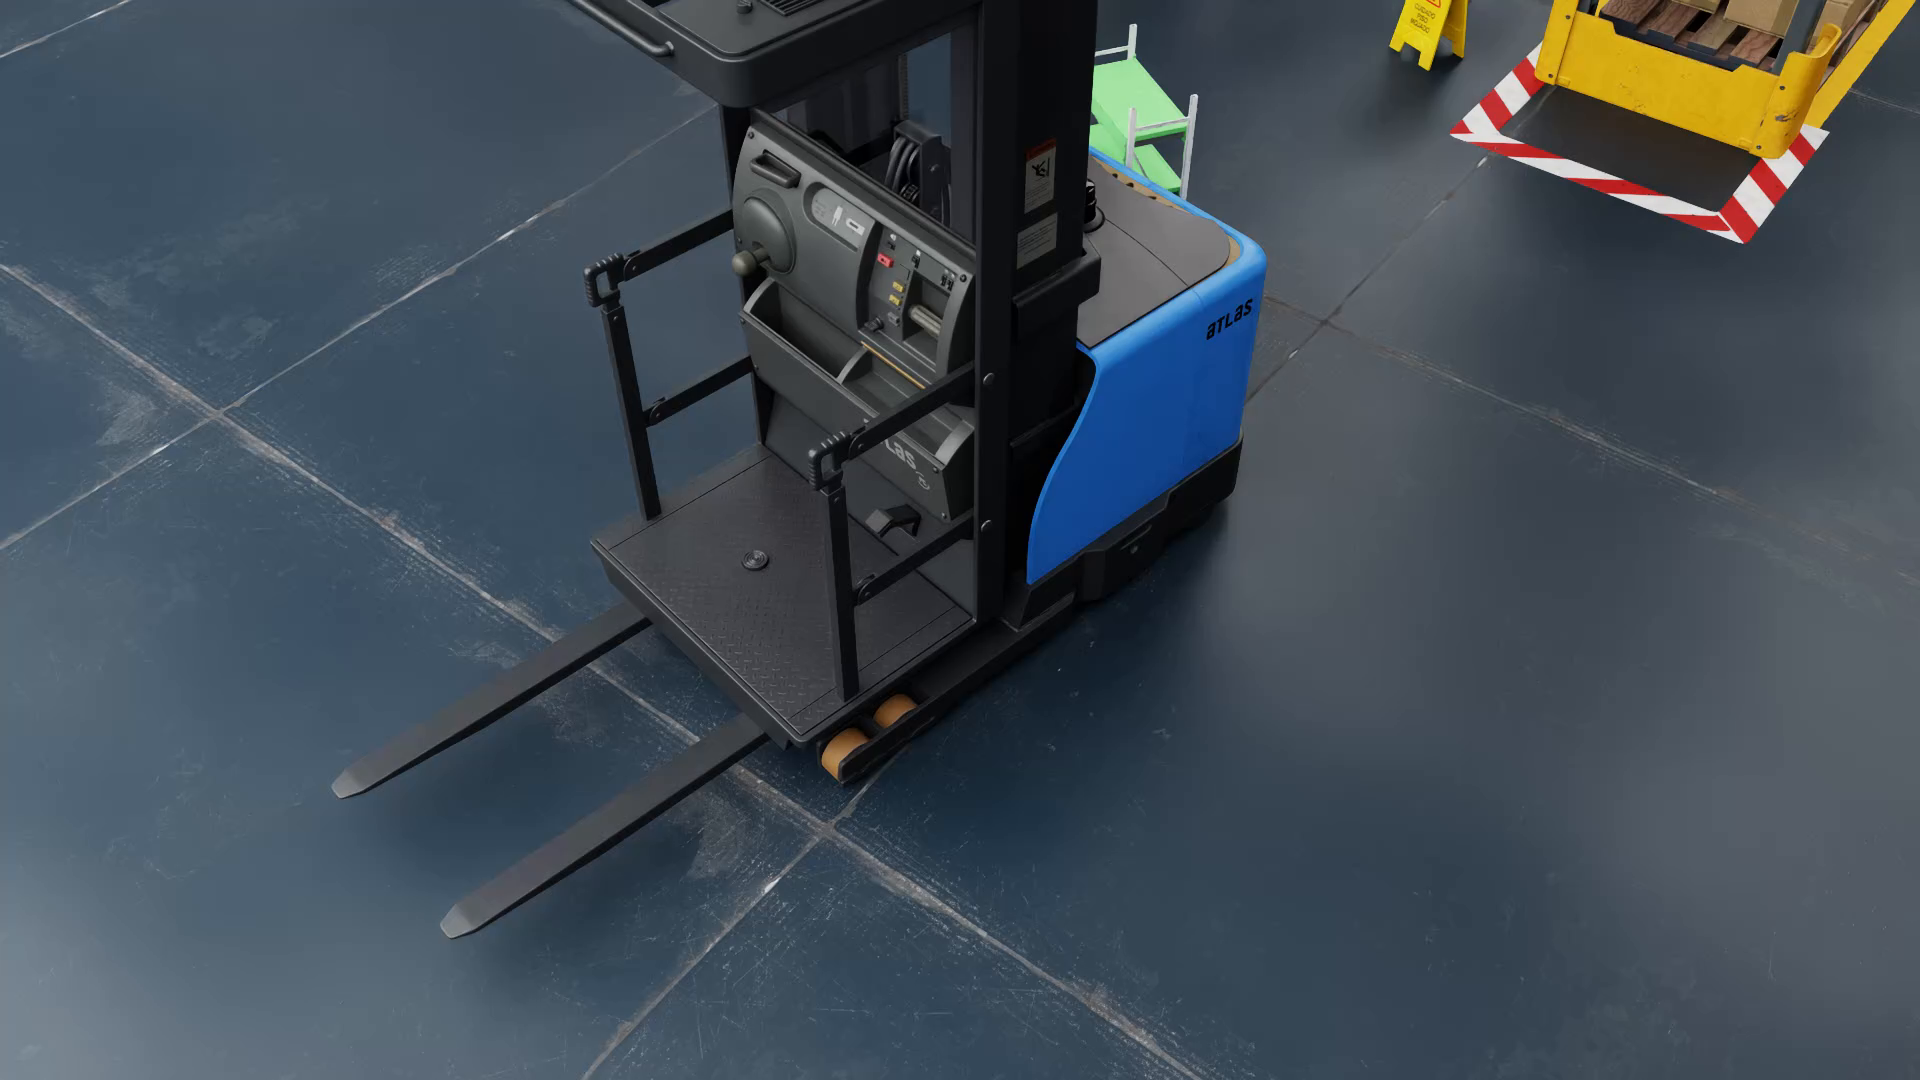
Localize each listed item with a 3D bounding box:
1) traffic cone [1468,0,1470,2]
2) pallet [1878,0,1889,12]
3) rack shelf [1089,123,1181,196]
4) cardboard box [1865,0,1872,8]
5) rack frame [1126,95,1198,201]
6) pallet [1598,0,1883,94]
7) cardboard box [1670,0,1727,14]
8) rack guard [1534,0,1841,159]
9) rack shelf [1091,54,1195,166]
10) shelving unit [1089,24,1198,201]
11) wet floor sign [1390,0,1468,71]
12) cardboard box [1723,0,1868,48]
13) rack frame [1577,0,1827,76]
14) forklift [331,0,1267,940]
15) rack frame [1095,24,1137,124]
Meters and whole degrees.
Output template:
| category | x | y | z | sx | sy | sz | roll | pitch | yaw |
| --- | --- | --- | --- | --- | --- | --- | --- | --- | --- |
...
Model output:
| category | x | y | z | sx | sy | sz | roll | pitch | yaw |
| --- | --- | --- | --- | --- | --- | --- | --- | --- | --- |
| traffic cone | 2.446 | -2.956 | 8.254 | 0.336 | 0.463 | 0.334 | 29 | 53 | 25 |
| pallet | 4.521 | -3.241 | 8.700 | 1.003 | 0.211 | 1.213 | 29 | 53 | 25 |
| rack shelf | 0.587 | -1.311 | 5.929 | 0.258 | 0.148 | 0.480 | -15 | 48 | -14 |
| cardboard box | 4.234 | -2.840 | 7.999 | 0.500 | 0.250 | 0.500 | 31 | 54 | 26 |
| rack frame | 0.671 | -1.024 | 5.899 | 0.240 | 1.200 | 0.015 | -15 | 48 | -14 |
| pallet | 3.775 | -2.546 | 8.036 | 1.003 | 0.211 | 1.213 | 29 | 53 | 25 |
| cardboard box | 3.500 | -2.807 | 7.968 | 0.500 | 0.250 | 0.500 | 29 | 53 | 25 |
| rack guard | 3.250 | -2.196 | 7.502 | 1.175 | 0.500 | 0.348 | 29 | 53 | 25 |
| rack shelf | 0.587 | -1.477 | 5.756 | 0.258 | 0.148 | 0.480 | -15 | 48 | -14 |
| shelving unit | 0.587 | -1.190 | 6.057 | 0.258 | 1.200 | 0.503 | -15 | 48 | -14 |
| wet floor sign | 2.241 | -2.567 | 7.756 | 0.232 | 0.644 | 0.267 | -25 | 51 | -22 |
| cardboard box | 3.916 | -2.551 | 7.723 | 0.500 | 0.250 | 0.500 | 29 | 53 | 25 |
| rack frame | 3.204 | -3.016 | 6.557 | 1.000 | 3.000 | 0.127 | 29 | 53 | 25 |
| forklift | -0.461 | -0.709 | 4.401 | 3.031 | 2.935 | 1.130 | -33 | 55 | -28 |
| rack frame | 0.503 | -1.355 | 6.215 | 0.240 | 1.200 | 0.015 | -15 | 48 | -14 |
